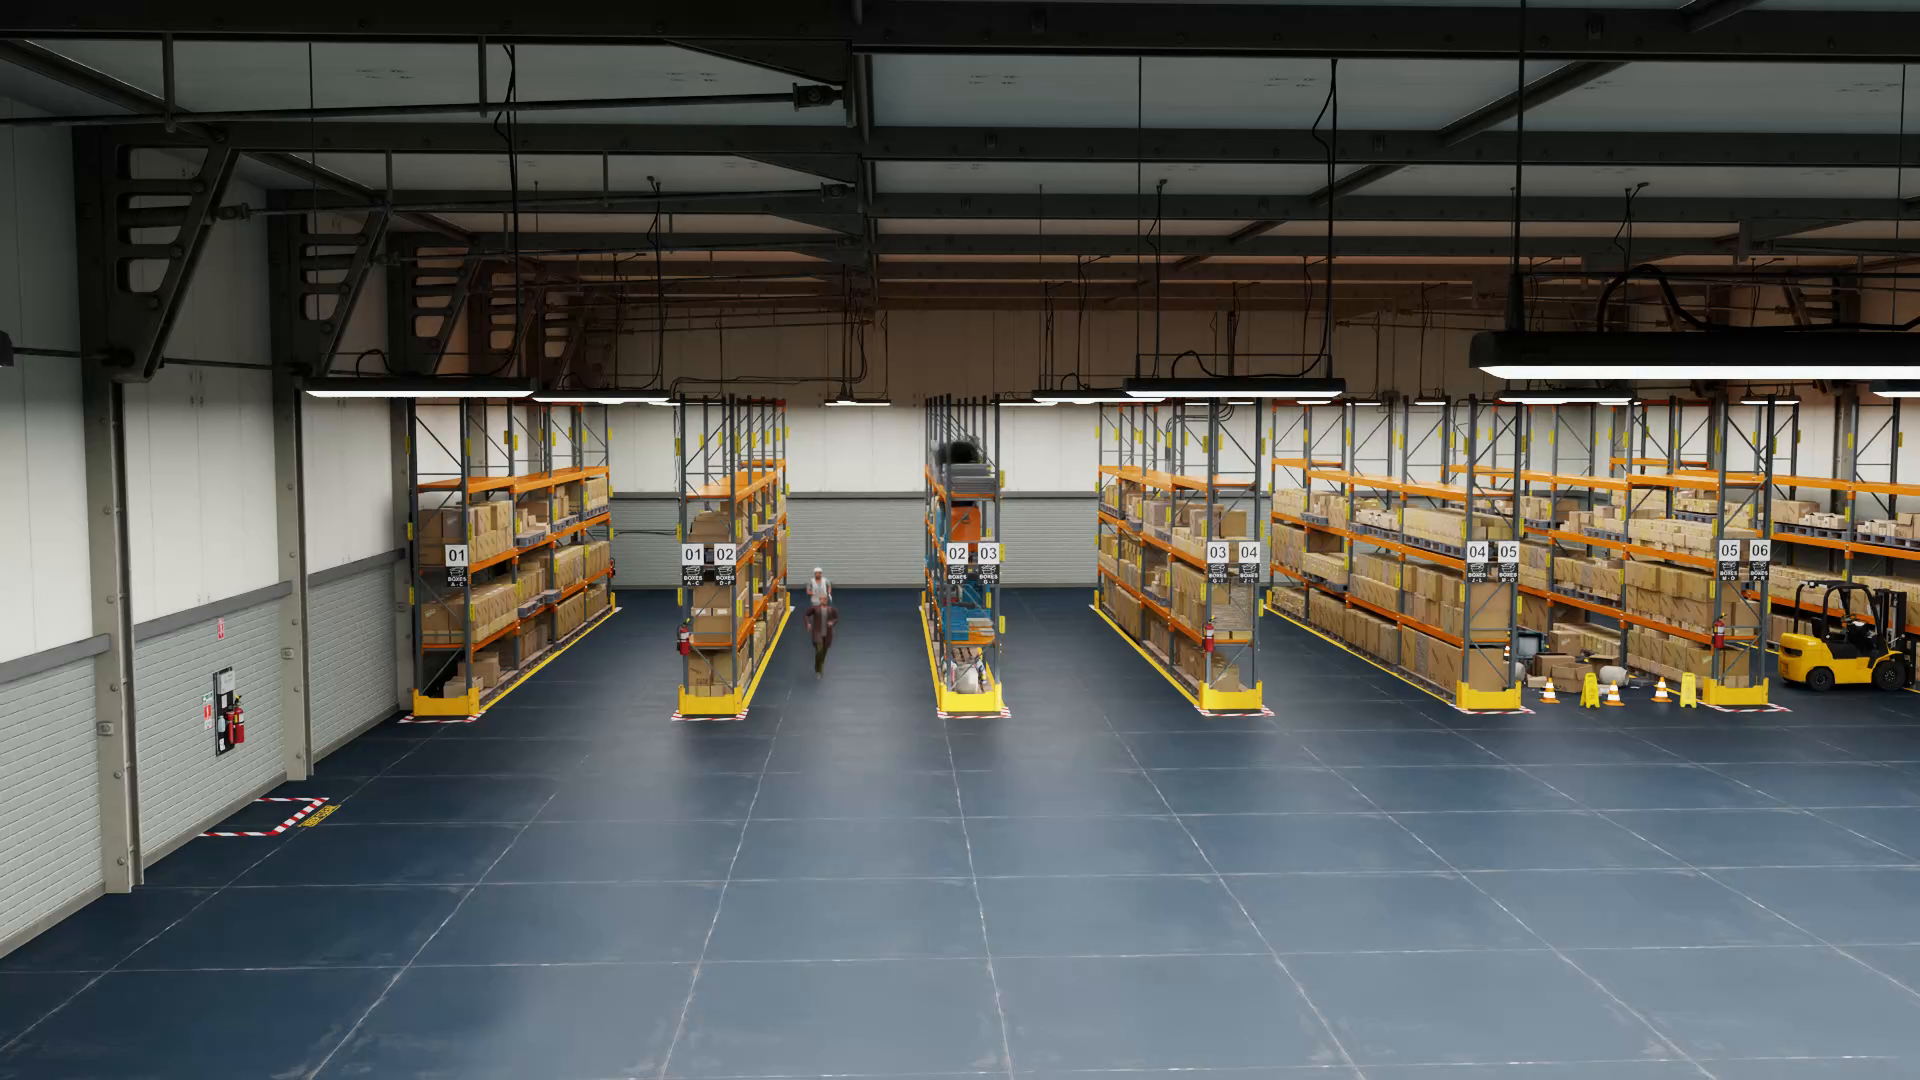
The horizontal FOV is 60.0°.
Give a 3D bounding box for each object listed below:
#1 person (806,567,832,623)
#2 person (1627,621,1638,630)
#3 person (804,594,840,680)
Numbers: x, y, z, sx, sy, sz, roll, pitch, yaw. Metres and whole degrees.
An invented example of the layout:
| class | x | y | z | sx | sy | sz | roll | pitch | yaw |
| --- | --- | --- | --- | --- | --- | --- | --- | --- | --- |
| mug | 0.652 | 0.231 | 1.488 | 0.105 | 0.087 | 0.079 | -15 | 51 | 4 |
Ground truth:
| class | x | y | z | sx | sy | sz | roll | pitch | yaw |
| --- | --- | --- | --- | --- | --- | --- | --- | --- | --- |
| person | -3.489 | 1.581 | 41.169 | 0.638 | 1.829 | 0.840 | 0 | 5 | -5 |
| person | 17.102 | 1.675 | 42.582 | 0.570 | 1.372 | 1.005 | -1 | 5 | -18 |
| person | -2.930 | 2.059 | 35.407 | 0.741 | 1.859 | 0.702 | -1 | 5 | -17 |
